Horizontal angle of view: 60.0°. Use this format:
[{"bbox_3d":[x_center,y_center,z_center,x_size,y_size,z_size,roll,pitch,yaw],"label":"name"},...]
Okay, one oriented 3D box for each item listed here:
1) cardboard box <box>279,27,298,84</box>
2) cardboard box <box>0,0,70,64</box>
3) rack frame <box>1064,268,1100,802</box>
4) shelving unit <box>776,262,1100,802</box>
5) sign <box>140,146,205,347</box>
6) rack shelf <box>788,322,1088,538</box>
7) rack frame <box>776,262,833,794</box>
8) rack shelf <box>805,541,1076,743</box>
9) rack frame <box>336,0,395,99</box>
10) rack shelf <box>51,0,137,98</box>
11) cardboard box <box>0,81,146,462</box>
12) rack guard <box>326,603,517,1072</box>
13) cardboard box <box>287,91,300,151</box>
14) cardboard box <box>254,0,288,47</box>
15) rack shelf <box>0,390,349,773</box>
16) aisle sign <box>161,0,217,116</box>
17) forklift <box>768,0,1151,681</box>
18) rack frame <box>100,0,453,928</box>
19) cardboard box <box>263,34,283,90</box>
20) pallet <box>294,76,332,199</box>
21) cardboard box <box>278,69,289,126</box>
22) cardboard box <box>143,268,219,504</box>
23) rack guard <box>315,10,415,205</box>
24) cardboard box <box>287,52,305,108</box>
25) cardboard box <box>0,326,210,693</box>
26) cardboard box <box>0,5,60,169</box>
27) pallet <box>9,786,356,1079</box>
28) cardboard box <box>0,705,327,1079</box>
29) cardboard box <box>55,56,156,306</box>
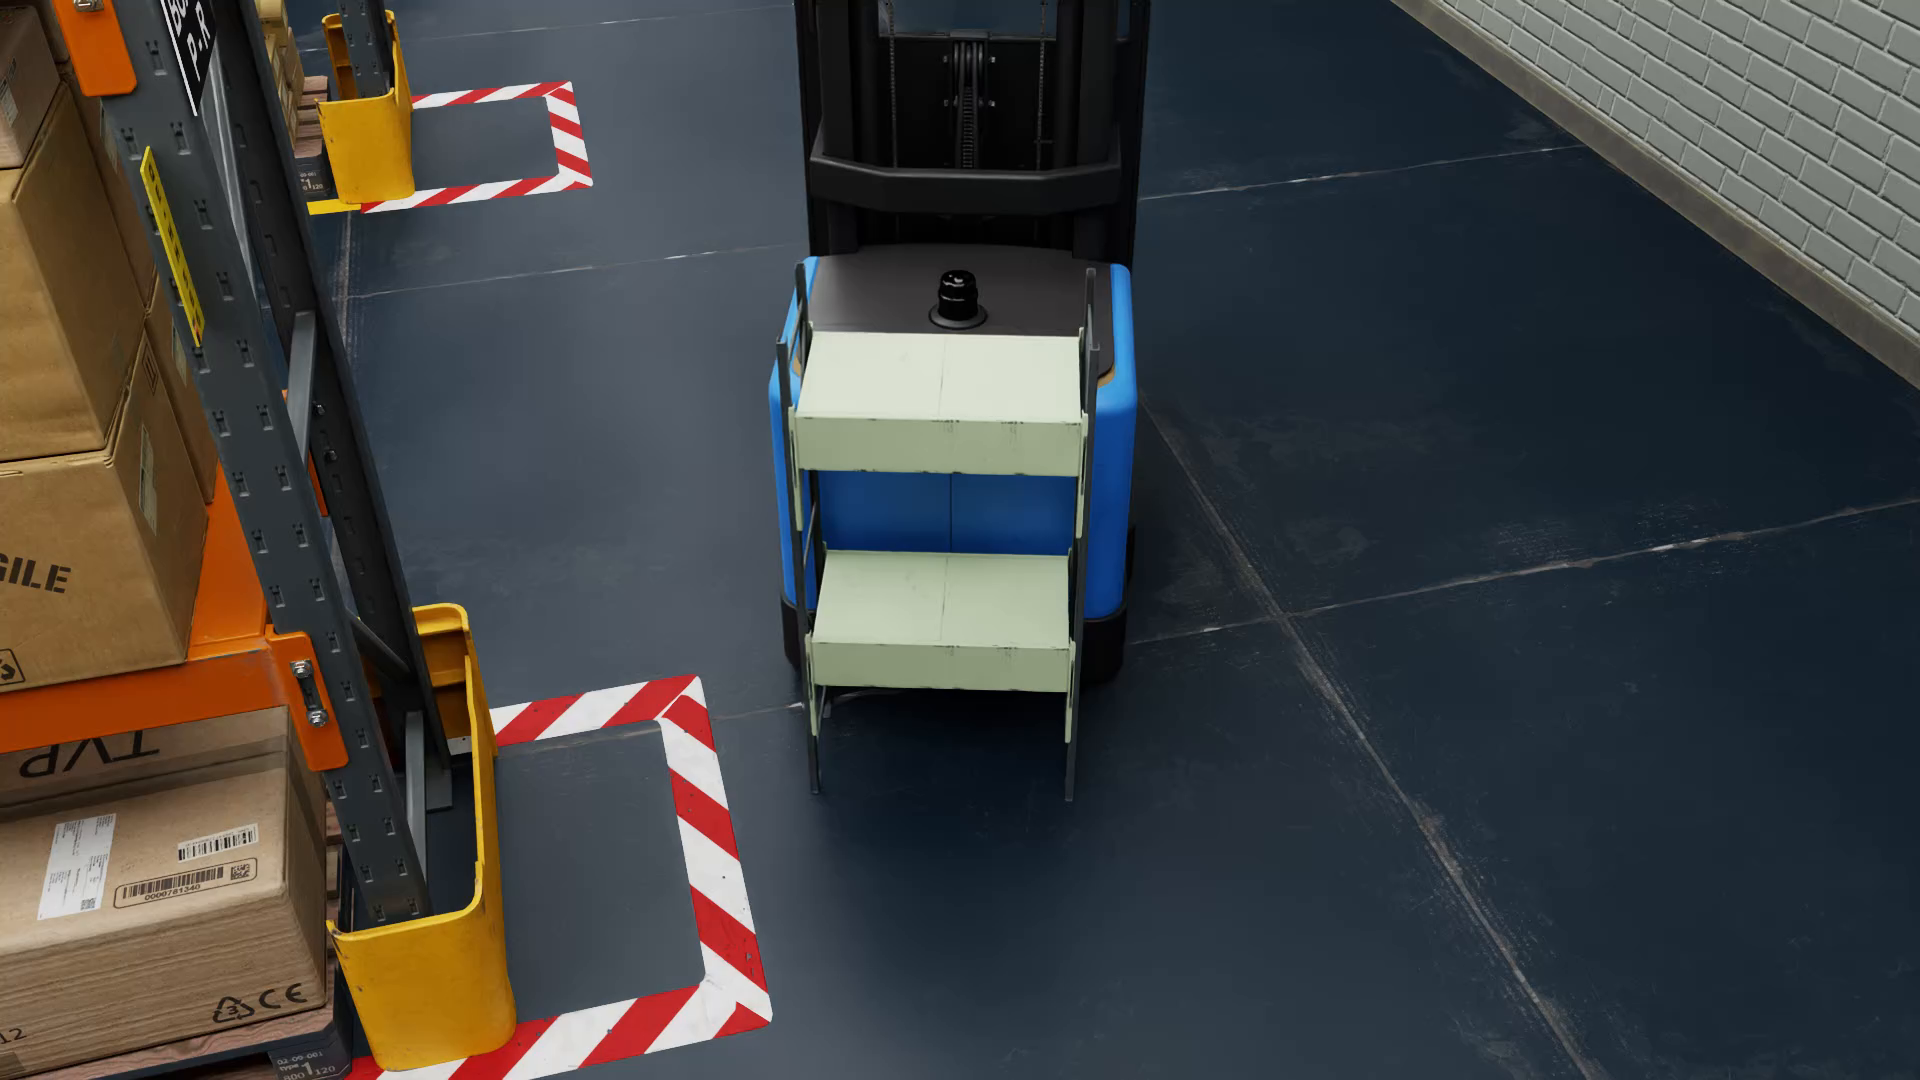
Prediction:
[{"bbox_3d":[-3.396,-2.359,8.121,0.250,0.149,0.380,-8,38,-10],"label":"cardboard box"},{"bbox_3d":[-1.850,-1.052,3.217,0.250,0.149,0.380,-9,38,-11],"label":"cardboard box"},{"bbox_3d":[0.321,0.034,4.471,0.023,1.500,0.400,1,37,2],"label":"rack frame"},{"bbox_3d":[-0.045,0.025,4.483,0.755,1.500,0.431,1,37,2],"label":"shelving unit"},{"bbox_3d":[-1.307,-0.485,2.767,0.005,0.325,0.100,-9,38,-12],"label":"sign"},{"bbox_3d":[-0.045,-0.285,4.246,0.720,0.370,0.431,1,37,2],"label":"rack shelf"},{"bbox_3d":[-0.410,0.016,4.495,0.023,1.500,0.400,1,37,2],"label":"rack frame"},{"bbox_3d":[-0.045,0.284,4.681,0.720,0.370,0.431,1,37,2],"label":"rack shelf"},{"bbox_3d":[-2.824,-3.139,7.384,0.127,3.000,1.000,-9,38,-12],"label":"rack frame"},{"bbox_3d":[-3.366,-0.840,2.503,4.000,0.370,1.077,-9,38,-12],"label":"rack shelf"},{"bbox_3d":[-1.839,-0.472,2.993,0.500,0.500,0.500,-8,38,-10],"label":"cardboard box"},{"bbox_3d":[-1.412,0.738,4.374,0.348,0.500,1.175,-9,38,-12],"label":"rack guard"},{"bbox_3d":[-3.277,-1.968,7.854,0.250,0.149,0.380,-9,38,-11],"label":"cardboard box"},{"bbox_3d":[-3.418,-2.526,8.094,0.250,0.149,0.380,-11,39,-14],"label":"cardboard box"},{"bbox_3d":[-3.366,0.351,3.414,4.000,0.370,1.077,-9,38,-12],"label":"rack shelf"},{"bbox_3d":[-1.285,-1.113,2.597,0.004,0.787,0.394,-9,38,-12],"label":"aisle sign"},{"bbox_3d":[0.052,-1.608,5.439,1.130,2.935,3.031,2,37,2],"label":"forklift"},{"bbox_3d":[-1.435,-0.251,3.610,0.127,3.000,1.000,-9,38,-12],"label":"rack frame"},{"bbox_3d":[-3.269,-2.177,7.638,0.250,0.149,0.380,-9,38,-11],"label":"cardboard box"},{"bbox_3d":[-3.691,-1.911,8.075,1.213,0.211,1.003,-9,38,-12],"label":"pallet"},{"bbox_3d":[-3.259,-2.040,7.704,0.250,0.149,0.380,-10,39,-13],"label":"cardboard box"},{"bbox_3d":[-1.974,-0.383,3.700,0.500,0.500,0.500,-10,38,-12],"label":"cardboard box"},{"bbox_3d":[-2.897,-2.134,8.128,0.348,0.500,1.175,-9,38,-12],"label":"rack guard"},{"bbox_3d":[-3.413,-2.278,8.260,0.250,0.149,0.380,-9,38,-11],"label":"cardboard box"},{"bbox_3d":[-1.832,-0.059,3.276,0.500,0.500,0.500,-9,38,-12],"label":"cardboard box"},{"bbox_3d":[-1.730,-0.771,2.851,0.250,0.149,0.380,-9,38,-11],"label":"cardboard box"},{"bbox_3d":[-2.187,1.029,4.231,1.213,0.211,1.003,-9,38,-12],"label":"pallet"},{"bbox_3d":[-2.047,0.763,4.047,0.875,0.438,0.875,-11,39,-13],"label":"cardboard box"},{"bbox_3d":[-1.973,-0.779,3.395,0.500,0.500,0.500,-10,39,-13],"label":"cardboard box"}]
